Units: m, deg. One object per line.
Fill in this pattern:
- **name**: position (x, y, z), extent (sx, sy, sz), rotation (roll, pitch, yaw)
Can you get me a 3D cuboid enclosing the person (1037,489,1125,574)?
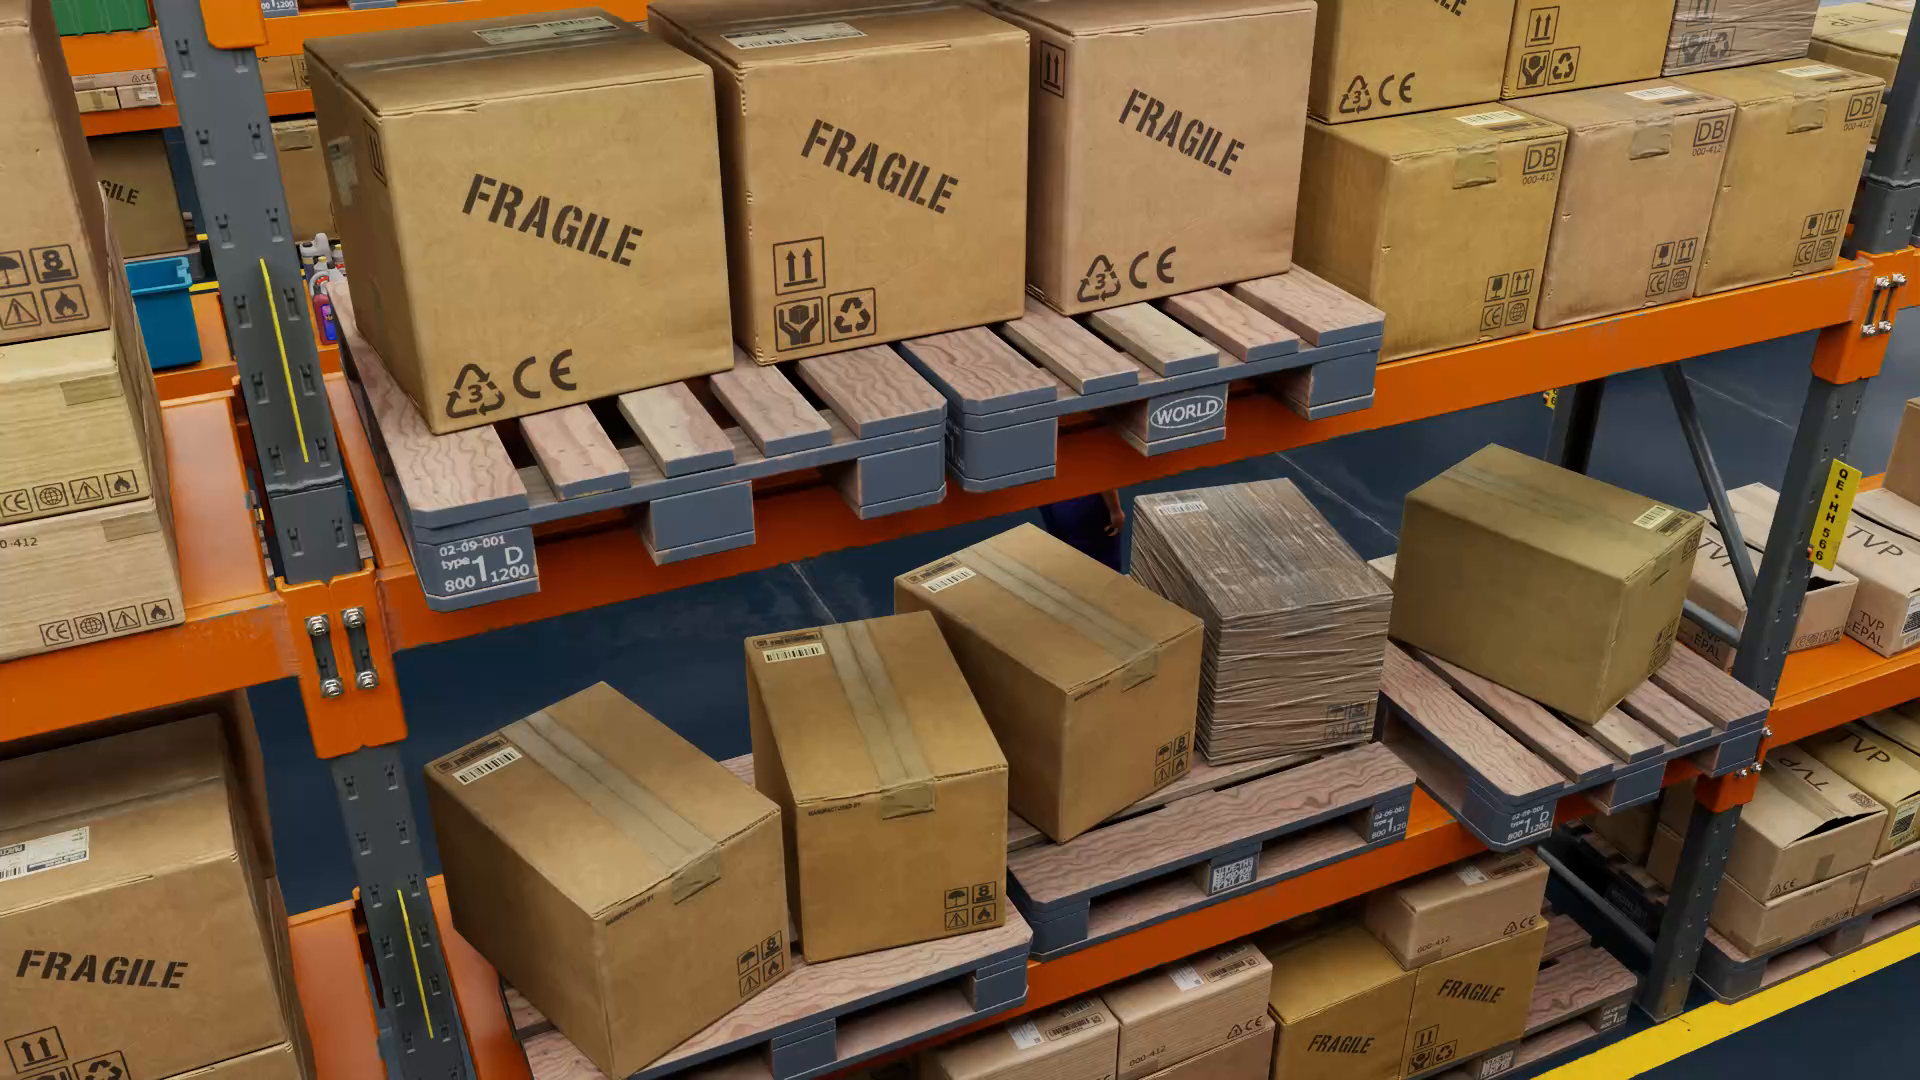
- **person**: position (0.553, -0.201, 7.490), extent (0.375, 1.650, 0.545), rotation (-15, 33, -24)
